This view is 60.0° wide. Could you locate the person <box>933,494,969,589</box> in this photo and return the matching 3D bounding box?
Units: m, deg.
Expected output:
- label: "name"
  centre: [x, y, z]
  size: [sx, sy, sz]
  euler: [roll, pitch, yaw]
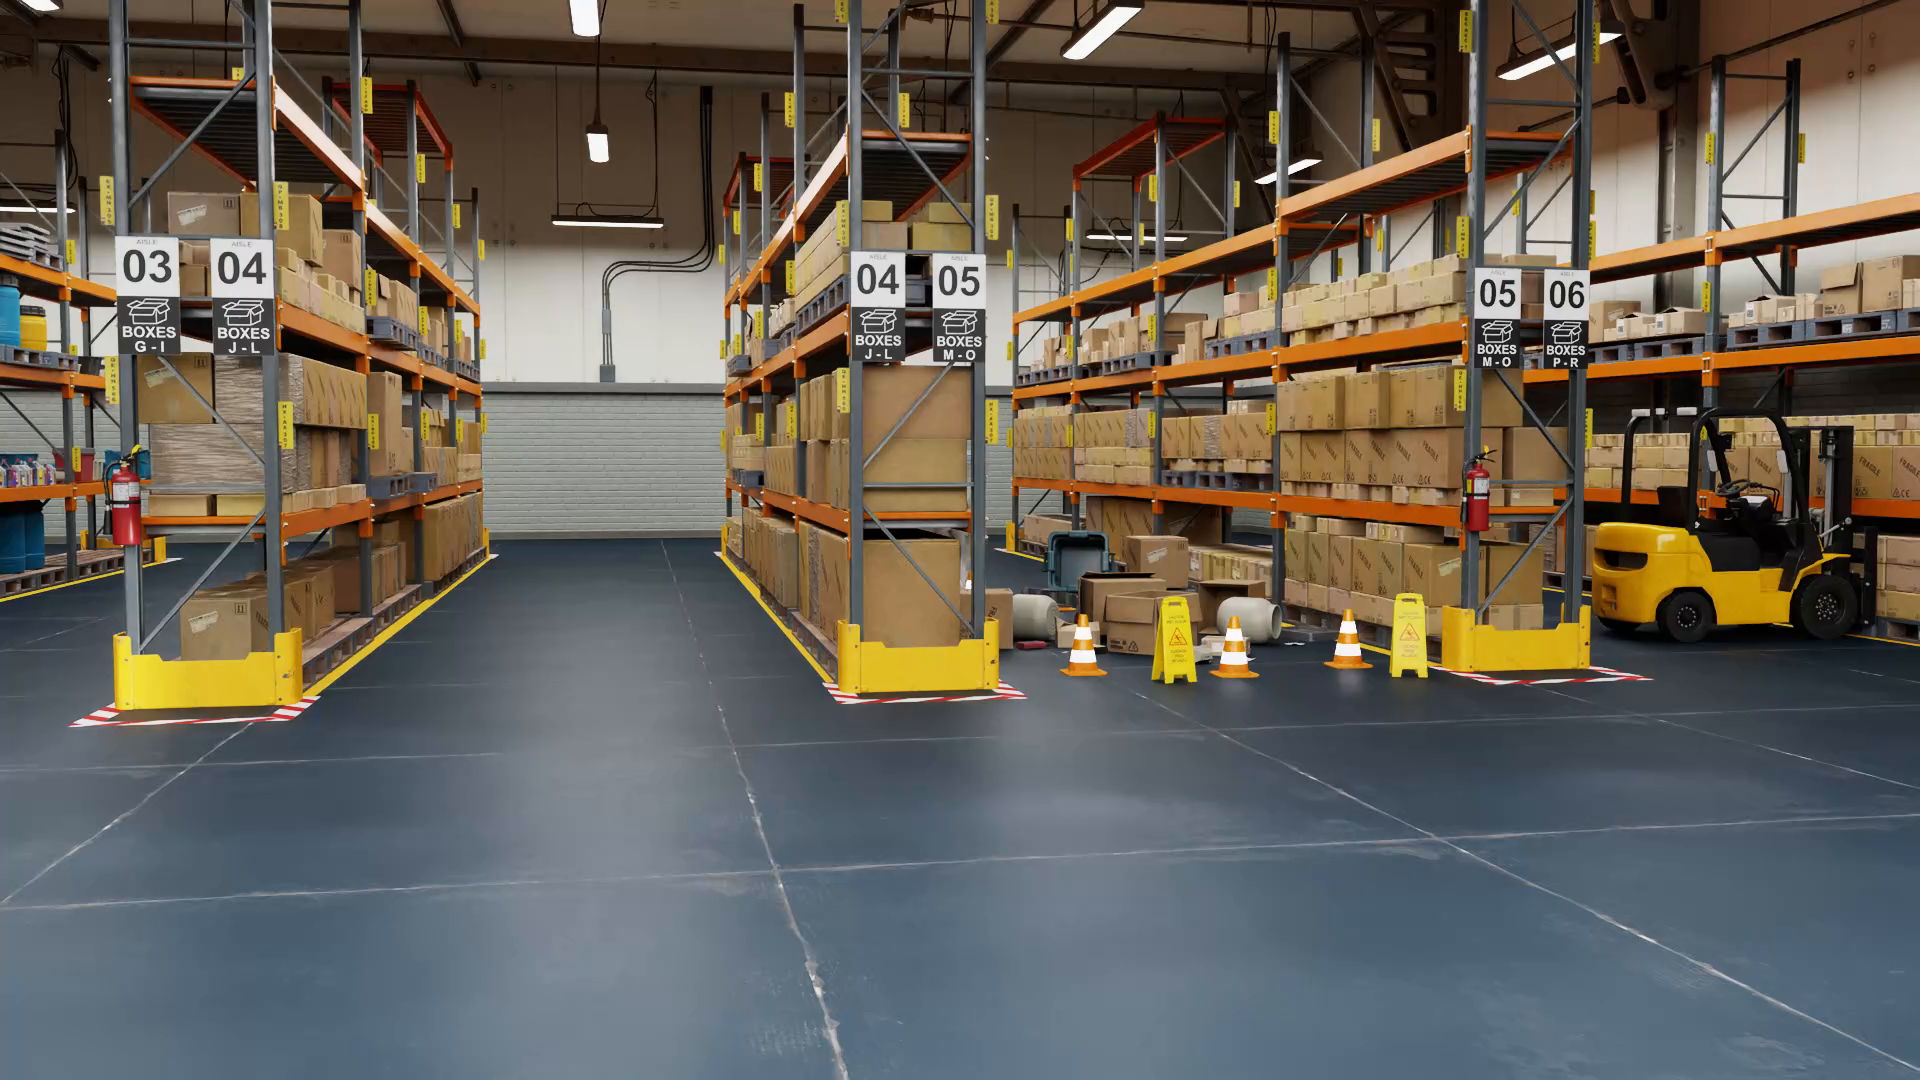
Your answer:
- label: "person"
  centre: [-0.126, -0.111, 19.337]
  size: [0.485, 1.638, 0.543]
  euler: [0, 3, -8]
